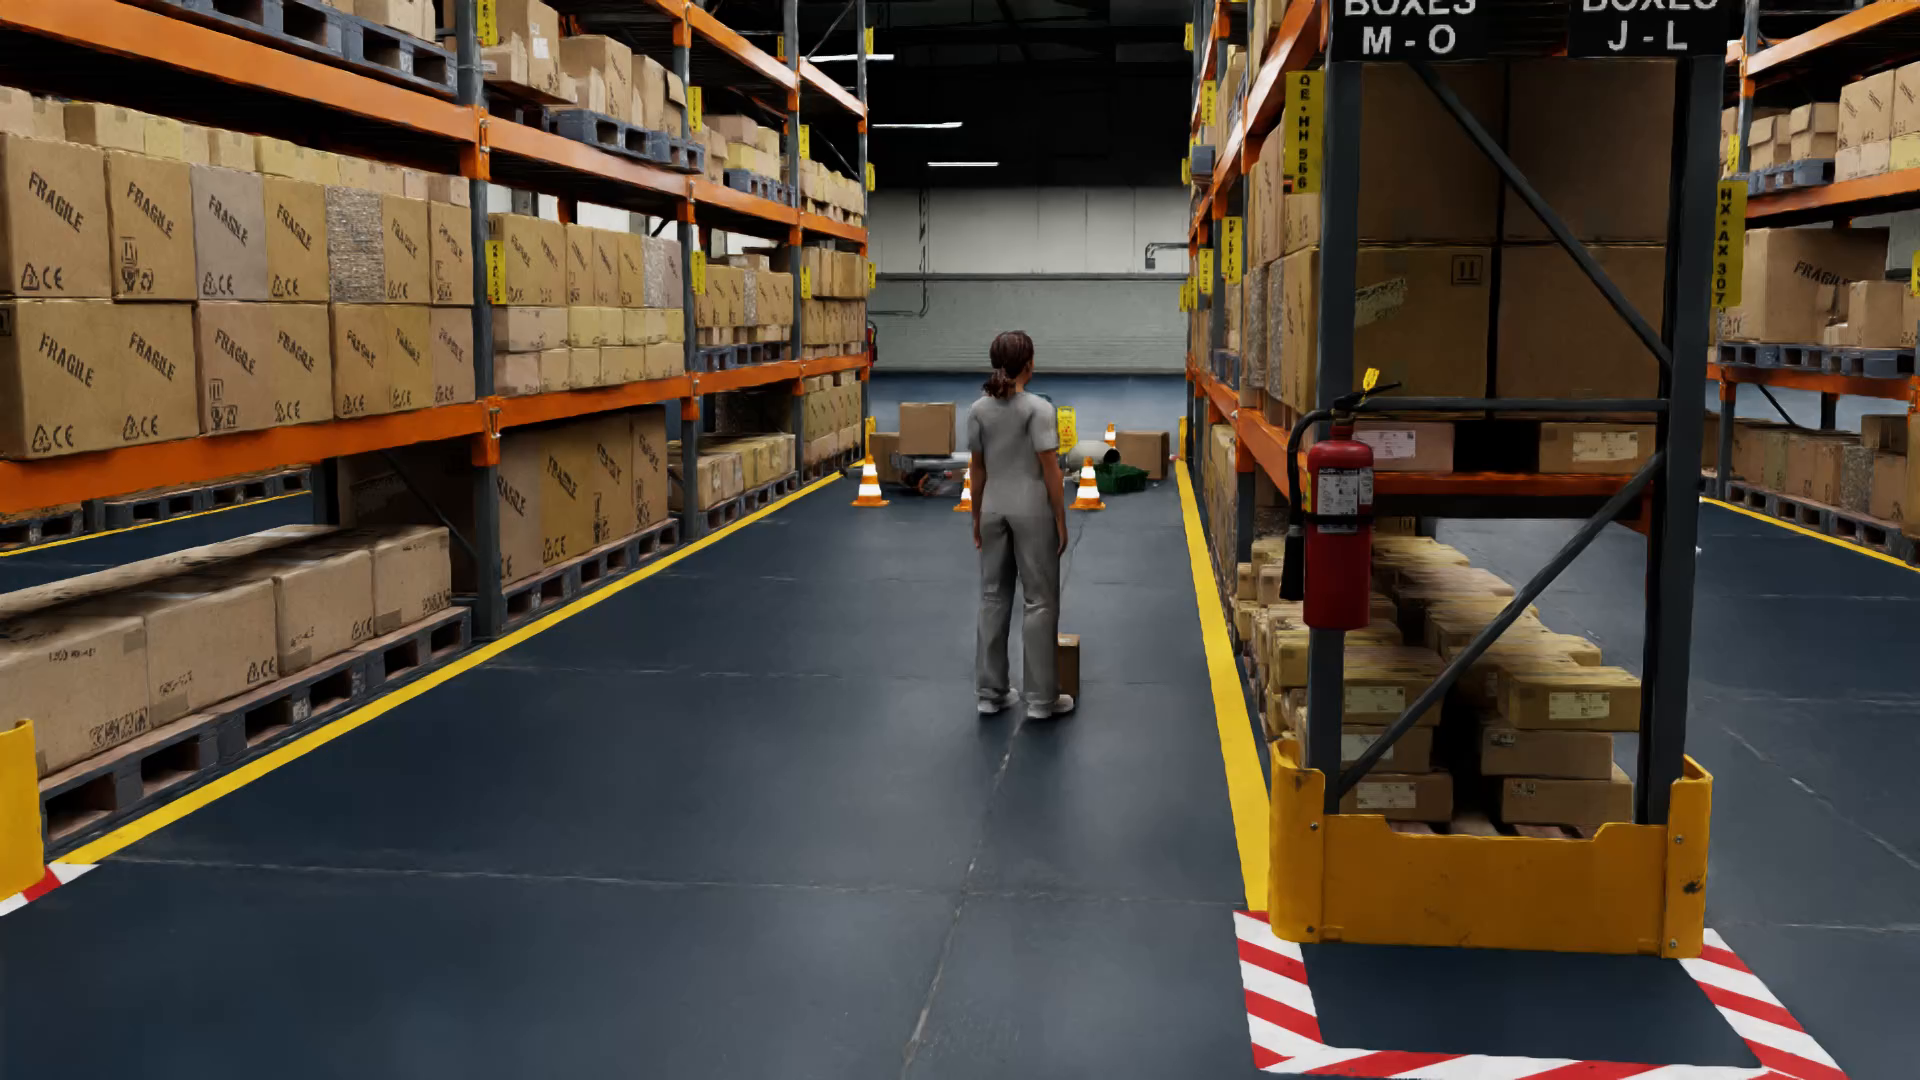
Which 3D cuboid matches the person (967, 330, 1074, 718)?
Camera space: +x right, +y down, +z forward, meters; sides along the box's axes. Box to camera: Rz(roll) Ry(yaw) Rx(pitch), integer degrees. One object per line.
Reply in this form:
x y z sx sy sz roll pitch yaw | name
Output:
0.254 -0.072 7.246 0.465 1.669 0.397 5 9 33 | person
